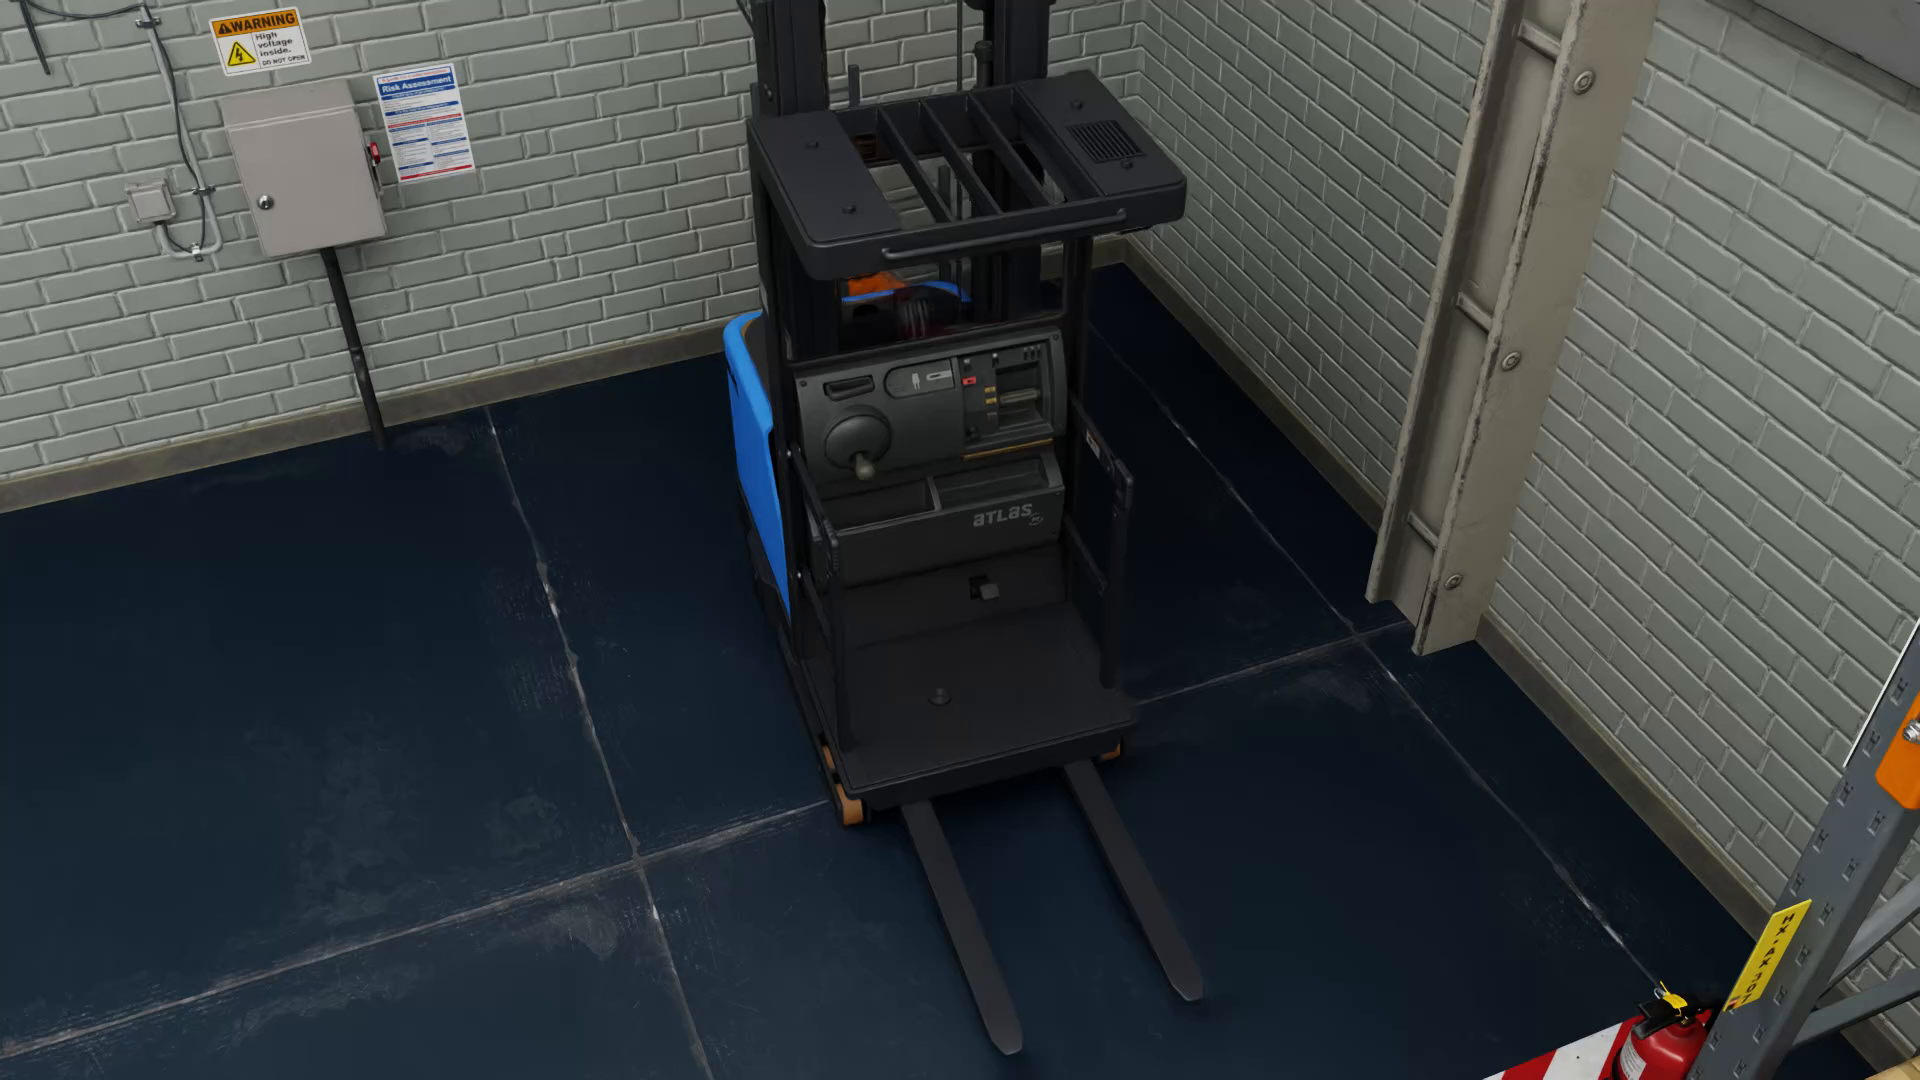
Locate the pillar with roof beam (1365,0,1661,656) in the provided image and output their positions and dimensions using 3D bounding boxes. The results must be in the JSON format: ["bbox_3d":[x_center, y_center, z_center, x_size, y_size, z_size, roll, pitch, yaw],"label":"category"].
[{"bbox_3d":[-2.064,-2.025,2.703,9.100,9.000,0.400,-15,43,-17],"label":"pillar with roof beam"}]

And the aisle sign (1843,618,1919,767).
[{"bbox_3d":[1.815,0.071,2.873,0.394,0.787,0.004,-15,43,-17],"label":"aisle sign"}]

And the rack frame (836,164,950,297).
[{"bbox_3d":[-0.276,-0.877,7.119,0.500,1.500,0.032,-16,43,-18],"label":"rack frame"}]

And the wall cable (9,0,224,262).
[{"bbox_3d":[-3.346,-1.872,6.347,0.588,1.984,0.122,-15,43,-17],"label":"wall cable"}]

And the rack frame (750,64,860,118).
[{"bbox_3d":[-0.685,-1.483,7.825,0.500,1.500,0.032,-16,43,-18],"label":"rack frame"}]

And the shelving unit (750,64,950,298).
[{"bbox_3d":[-0.484,-1.185,7.478,0.587,1.500,1.083,-16,43,-18],"label":"shelving unit"}]

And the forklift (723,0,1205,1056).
[{"bbox_3d":[-0.018,-0.374,5.437,1.130,2.935,3.031,-12,42,-14],"label":"forklift"}]

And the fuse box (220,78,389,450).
[{"bbox_3d":[-2.655,-1.073,7.186,0.539,1.711,0.414,-15,43,-17],"label":"fuse box"}]

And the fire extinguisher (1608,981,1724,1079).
[{"bbox_3d":[1.629,1.222,3.873,0.296,0.674,0.183,-15,43,-17],"label":"fire extinguisher"}]

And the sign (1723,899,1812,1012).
[{"bbox_3d":[1.611,0.832,3.318,0.100,0.325,0.005,-15,43,-17],"label":"sign"}]

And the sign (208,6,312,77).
[{"bbox_3d":[-2.785,-1.986,6.625,0.339,0.242,0.001,-15,43,-17],"label":"sign"}]

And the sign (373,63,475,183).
[{"bbox_3d":[-2.278,-1.774,7.085,0.329,0.494,0.001,-15,43,-17],"label":"sign"}]

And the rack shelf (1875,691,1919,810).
[{"bbox_3d":[2.877,1.365,1.613,1.077,0.370,4.000,-15,43,-17],"label":"rack shelf"}]

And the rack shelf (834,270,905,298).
[{"bbox_3d":[-0.480,-1.044,7.589,0.538,0.185,1.000,-16,43,-18],"label":"rack shelf"}]
